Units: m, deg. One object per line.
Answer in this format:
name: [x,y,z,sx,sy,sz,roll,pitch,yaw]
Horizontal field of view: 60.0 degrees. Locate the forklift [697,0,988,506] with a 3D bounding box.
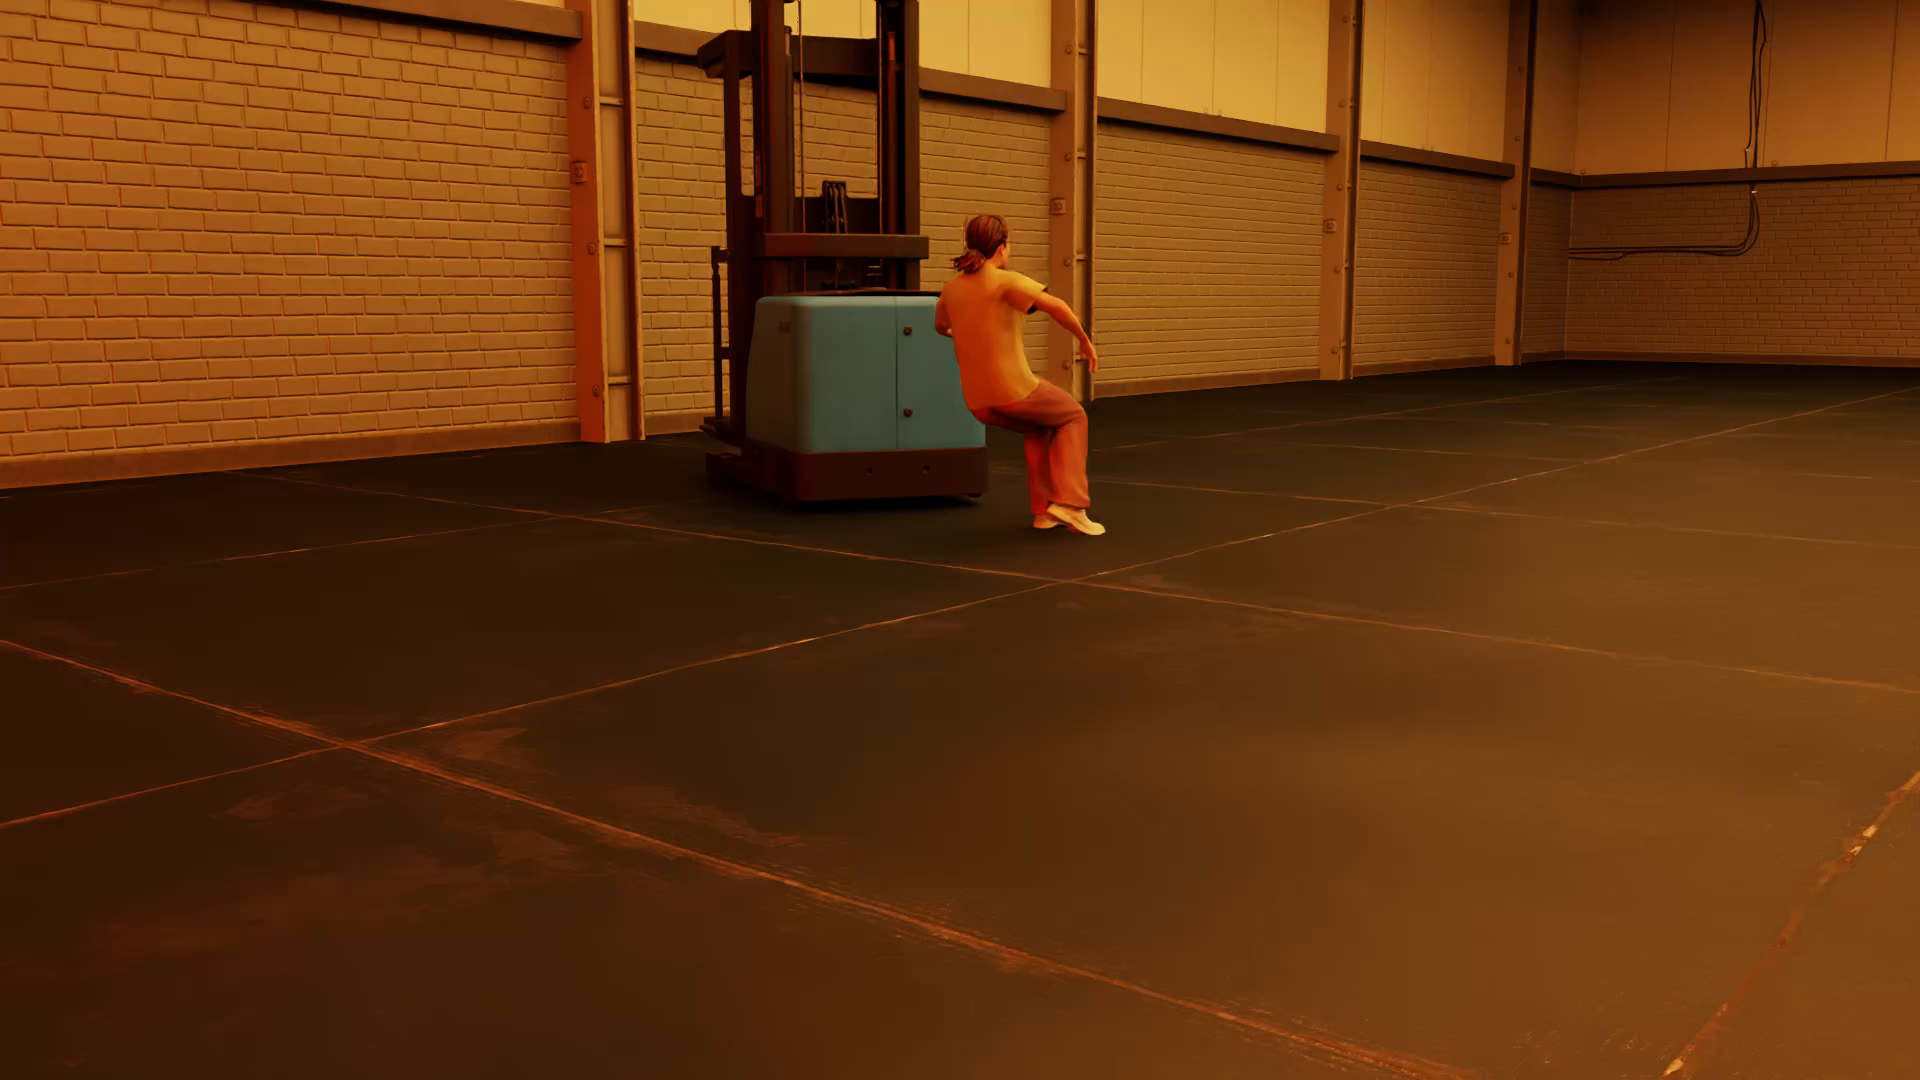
forklift: [-0.861,-1.797,9.564,1.130,2.935,3.031,-3,9,-21]

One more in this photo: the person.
person: [0.299,-0.735,7.536,0.800,1.436,0.835,5,10,33]
